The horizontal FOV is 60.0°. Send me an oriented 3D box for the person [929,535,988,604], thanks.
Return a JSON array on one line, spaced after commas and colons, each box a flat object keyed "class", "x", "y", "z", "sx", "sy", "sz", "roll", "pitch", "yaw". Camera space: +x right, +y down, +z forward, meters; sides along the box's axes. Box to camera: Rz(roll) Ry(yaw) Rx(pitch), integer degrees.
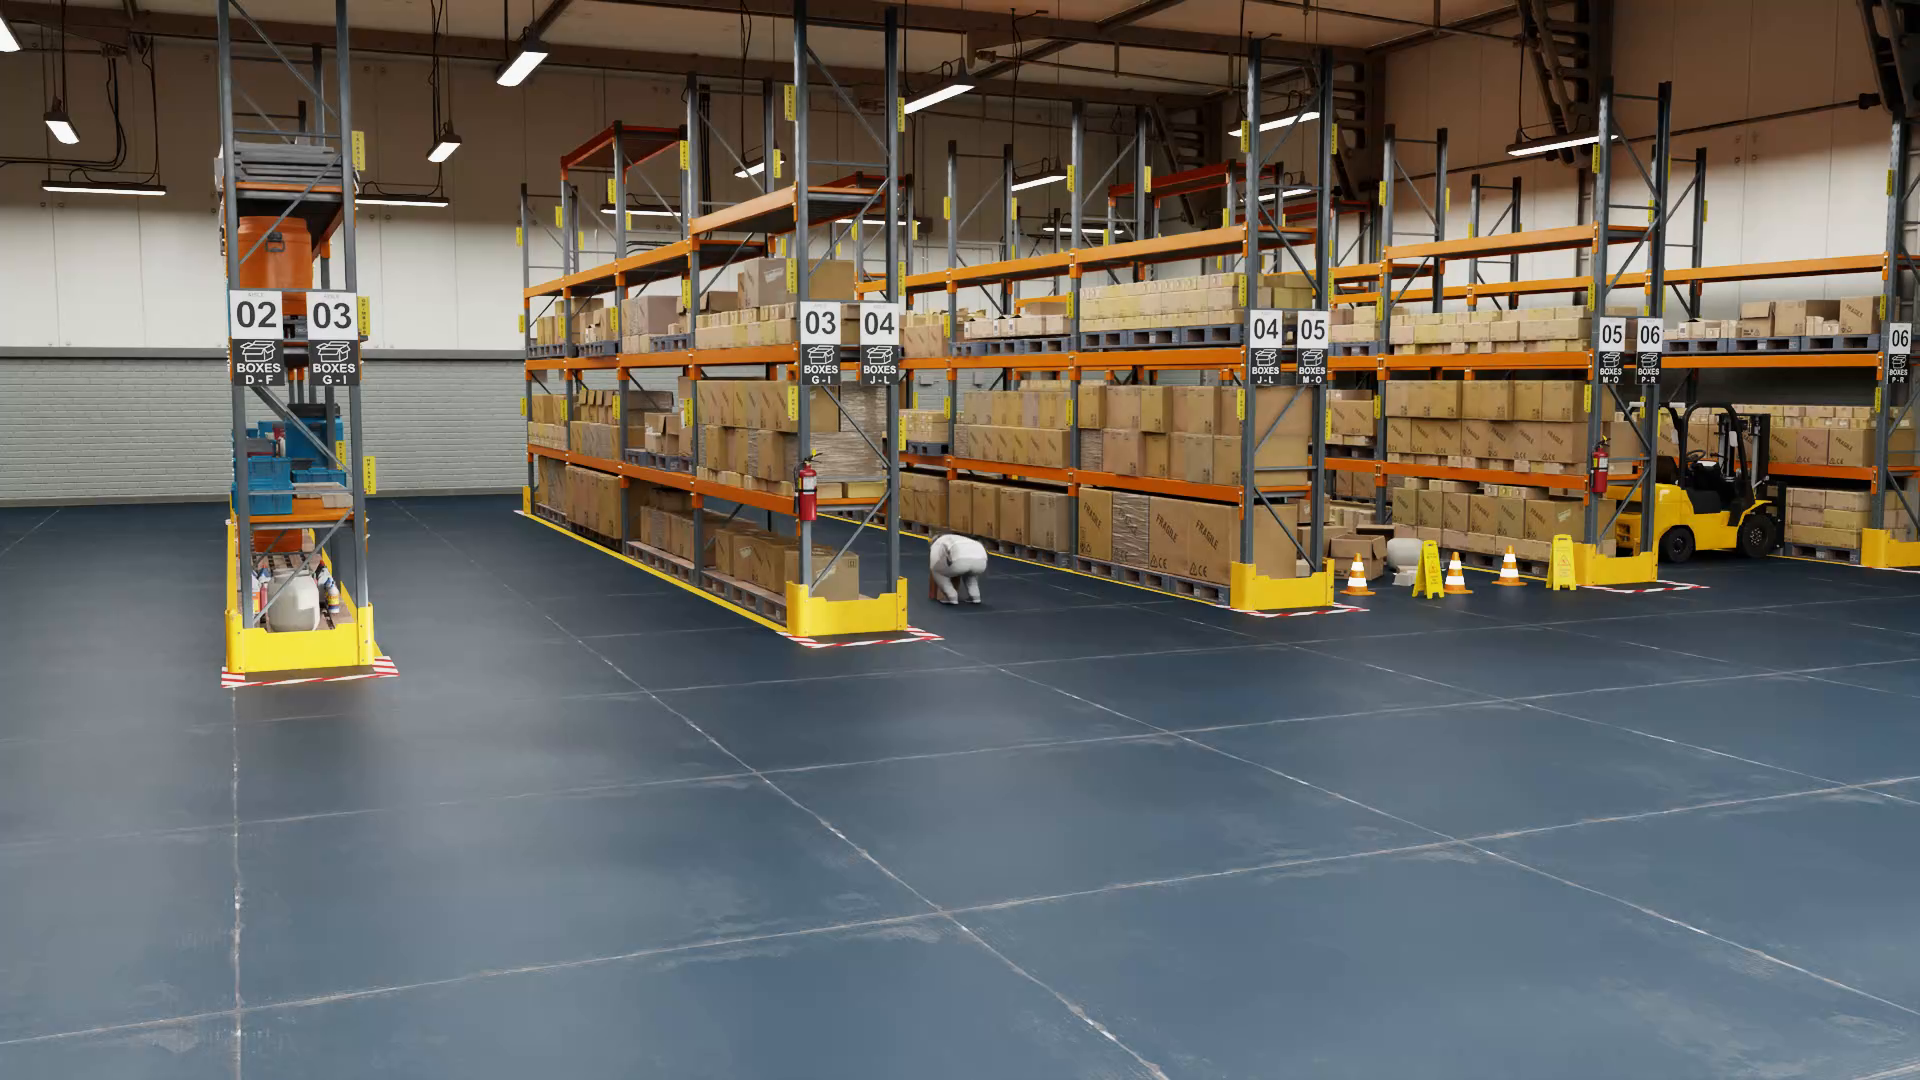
[{"class": "person", "x": -0.056, "y": 0.329, "z": 18.518, "sx": 0.507, "sy": 0.750, "sz": 0.932, "roll": -3, "pitch": 6, "yaw": -25}]
